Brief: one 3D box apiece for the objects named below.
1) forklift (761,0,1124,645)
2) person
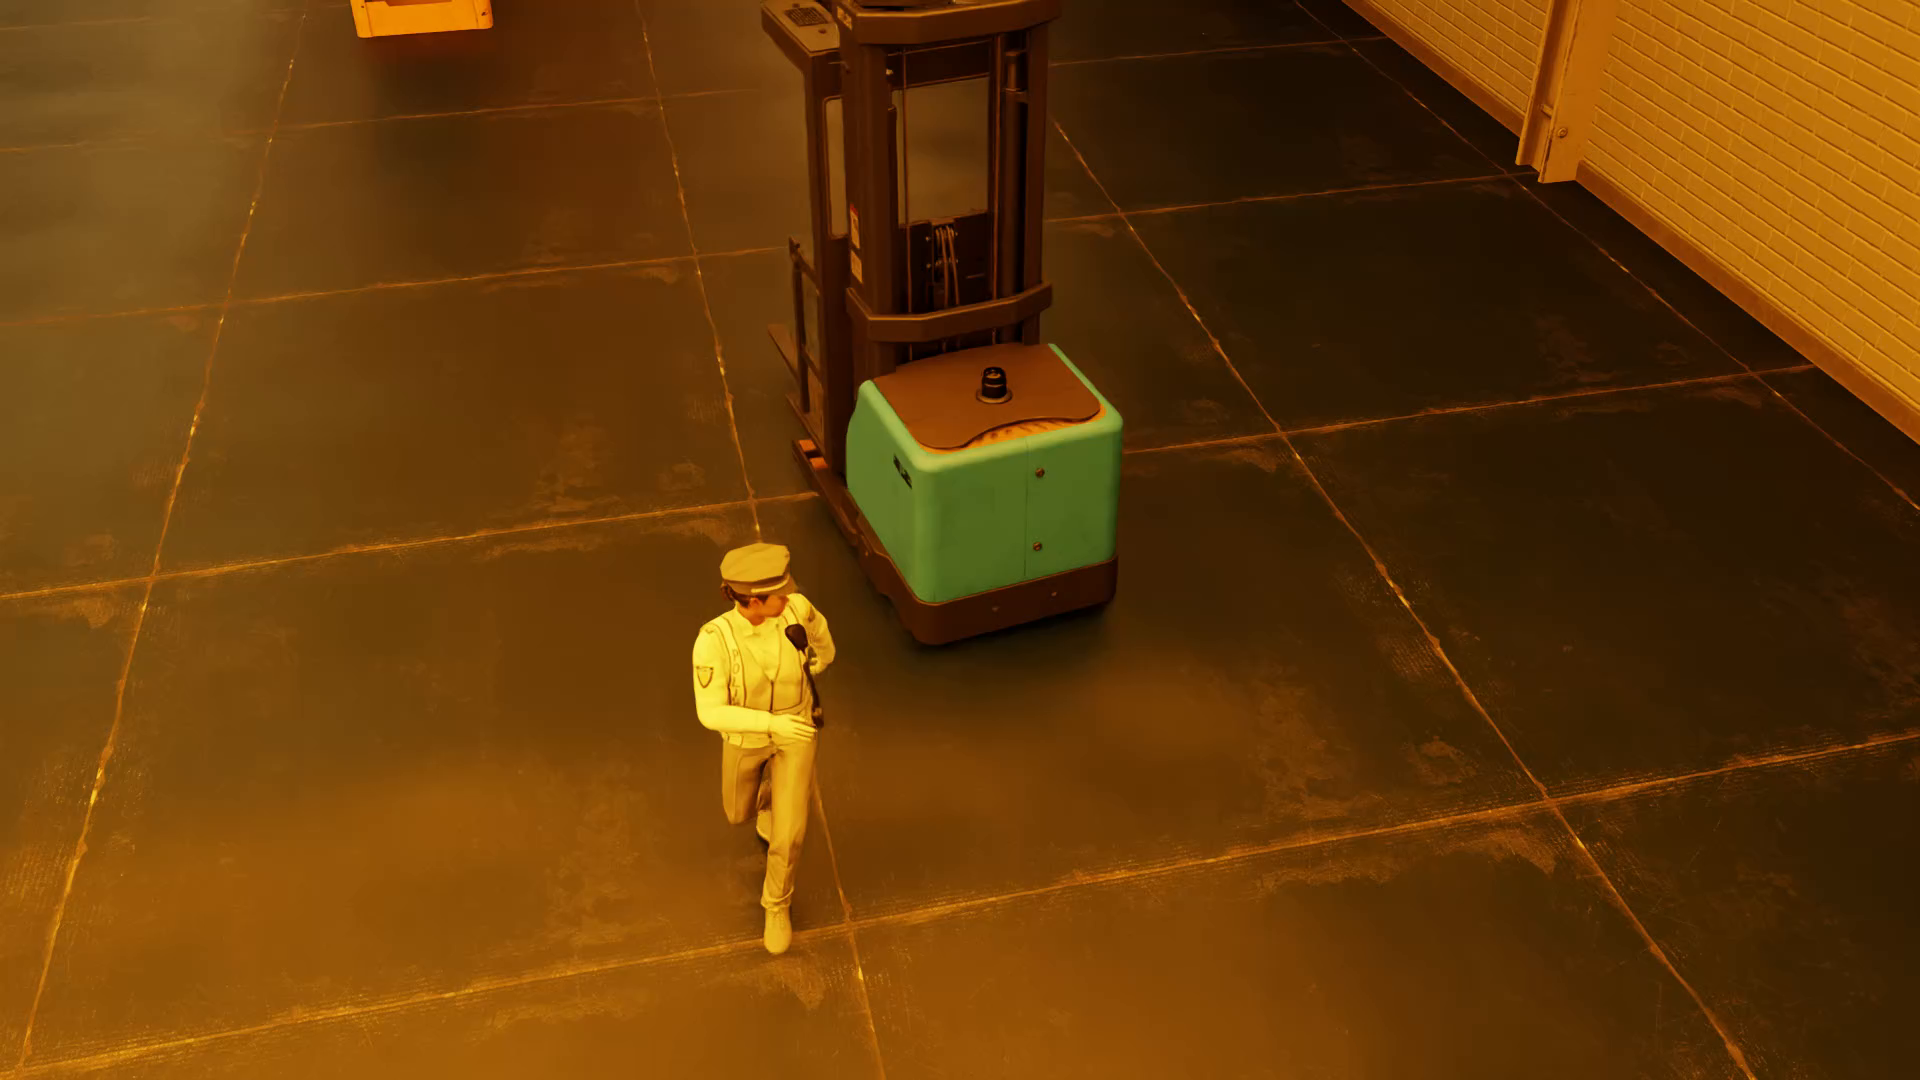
[{"bbox_3d":[-0.270,-1.556,8.212,1.130,2.935,3.031,-13,38,-18],"label":"forklift"},{"bbox_3d":[-0.706,0.715,6.248,0.517,1.590,0.853,-4,36,-5],"label":"person"}]
